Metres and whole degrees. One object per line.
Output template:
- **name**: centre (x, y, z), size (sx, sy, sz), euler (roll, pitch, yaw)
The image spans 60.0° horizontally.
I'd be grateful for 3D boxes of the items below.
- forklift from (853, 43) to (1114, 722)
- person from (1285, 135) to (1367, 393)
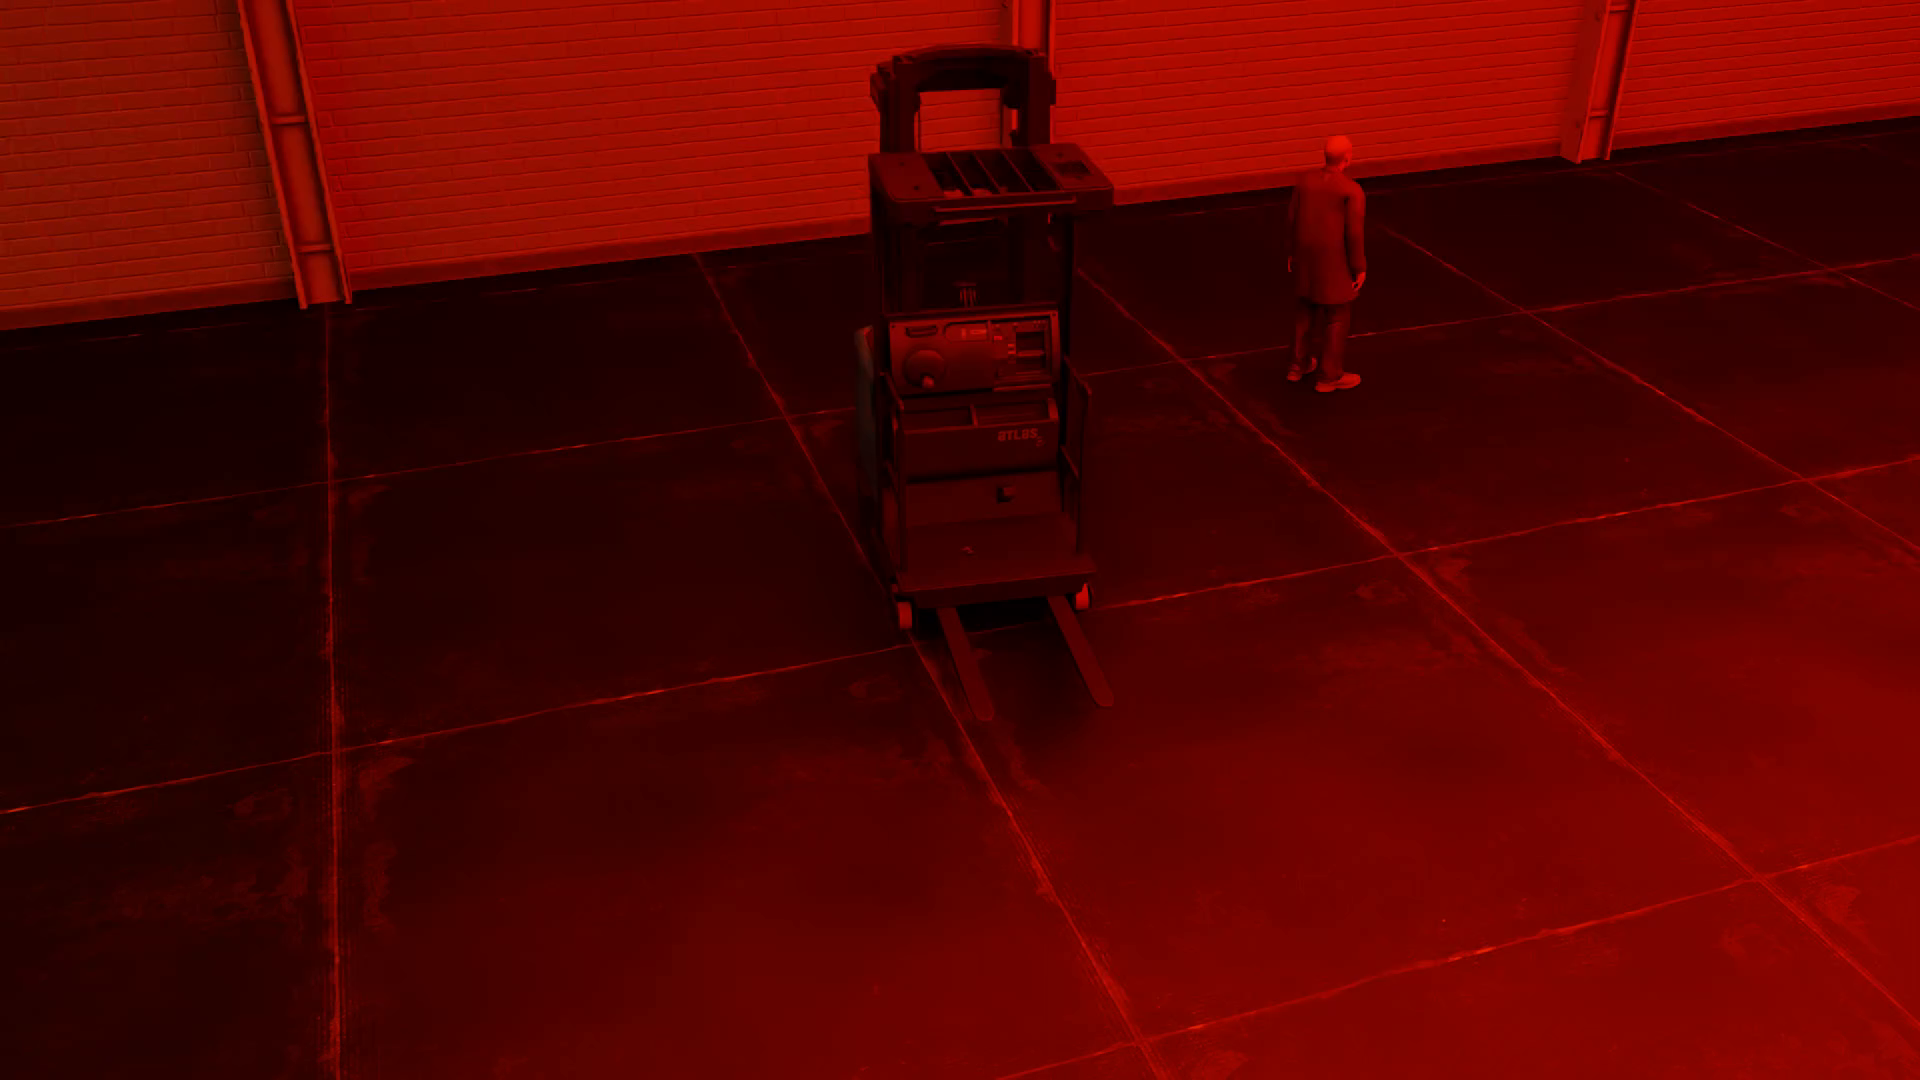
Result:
- **forklift**: centre (0.125, -0.972, 8.777), size (1.130, 2.935, 3.031), euler (-6, 30, -10)
- **person**: centre (2.546, -1.934, 11.609), size (0.434, 1.773, 0.652), euler (-26, 39, -37)
